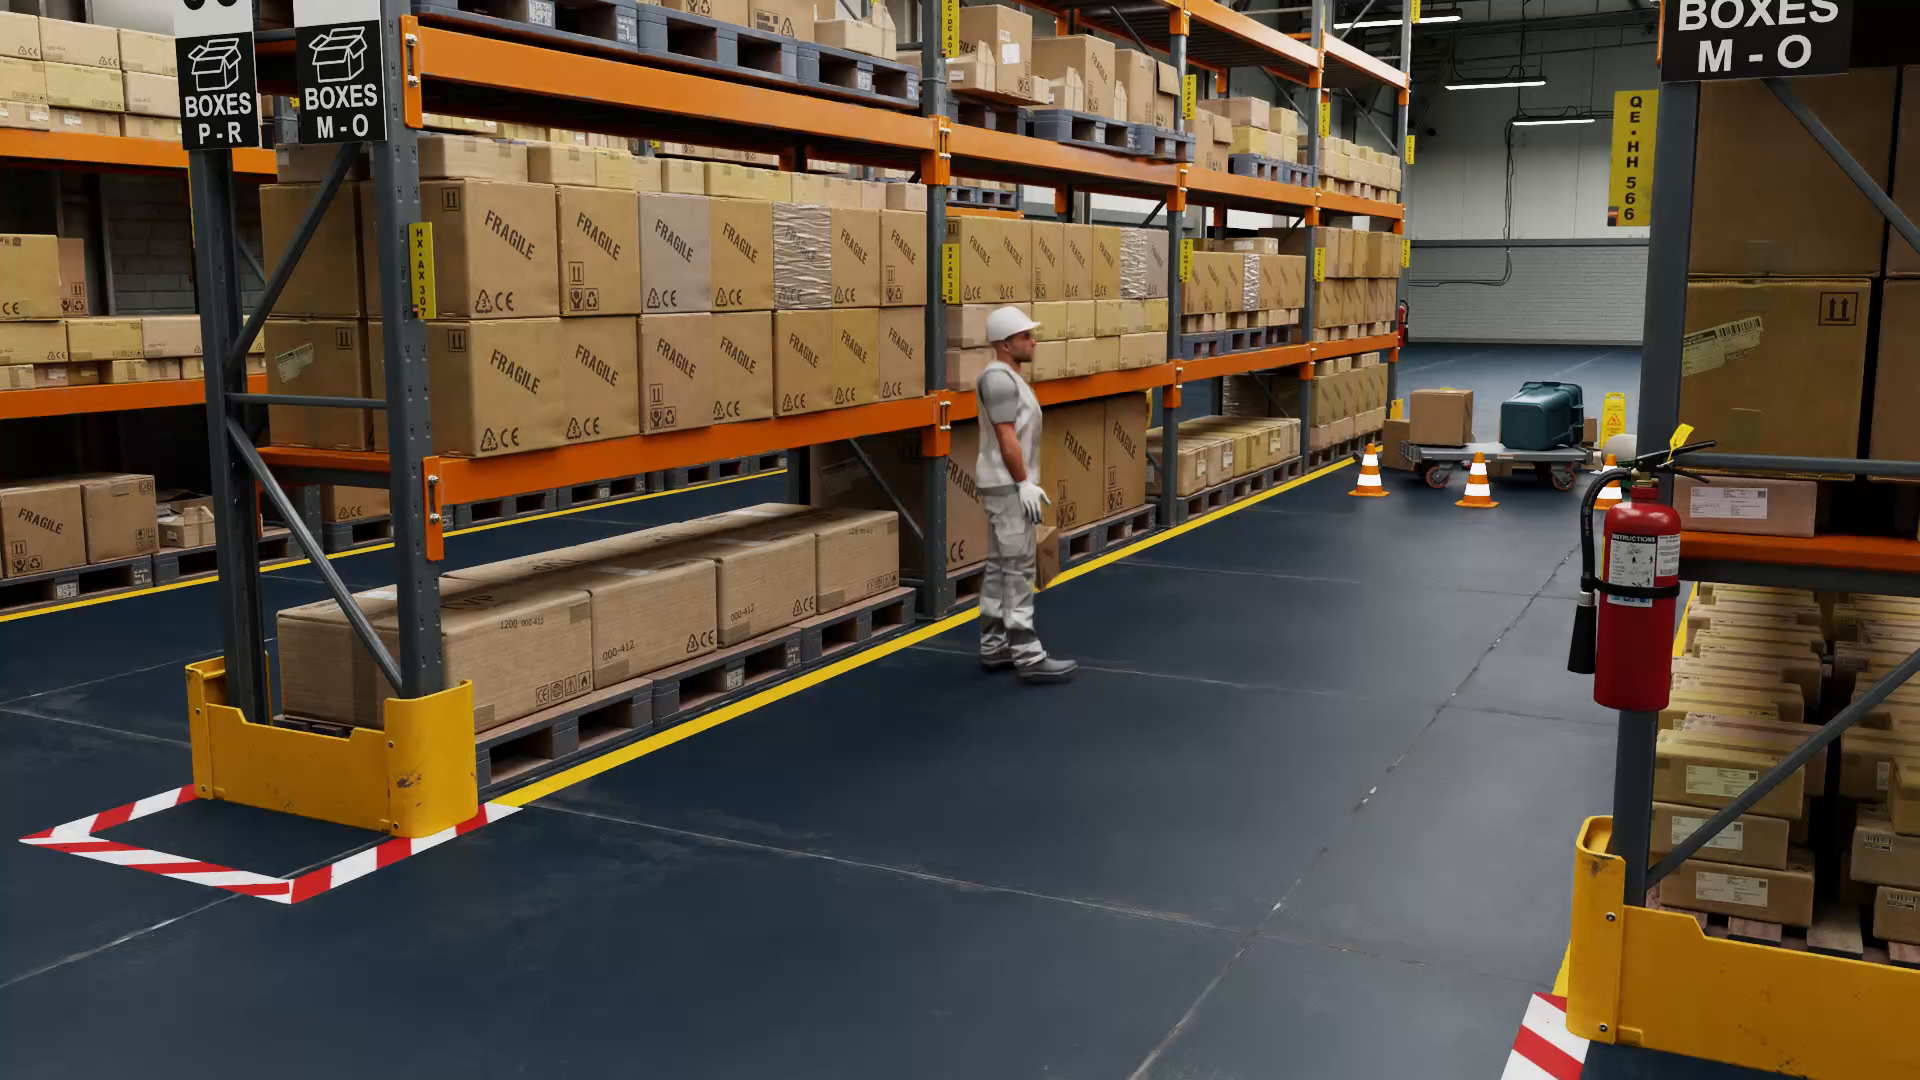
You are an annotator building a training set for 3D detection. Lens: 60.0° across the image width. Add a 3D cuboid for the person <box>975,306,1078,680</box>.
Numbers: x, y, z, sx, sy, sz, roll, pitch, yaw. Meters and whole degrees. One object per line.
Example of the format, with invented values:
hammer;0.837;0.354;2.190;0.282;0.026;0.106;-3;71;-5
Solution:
person;0.336;-0.235;8.111;0.515;1.796;0.560;1;9;7
